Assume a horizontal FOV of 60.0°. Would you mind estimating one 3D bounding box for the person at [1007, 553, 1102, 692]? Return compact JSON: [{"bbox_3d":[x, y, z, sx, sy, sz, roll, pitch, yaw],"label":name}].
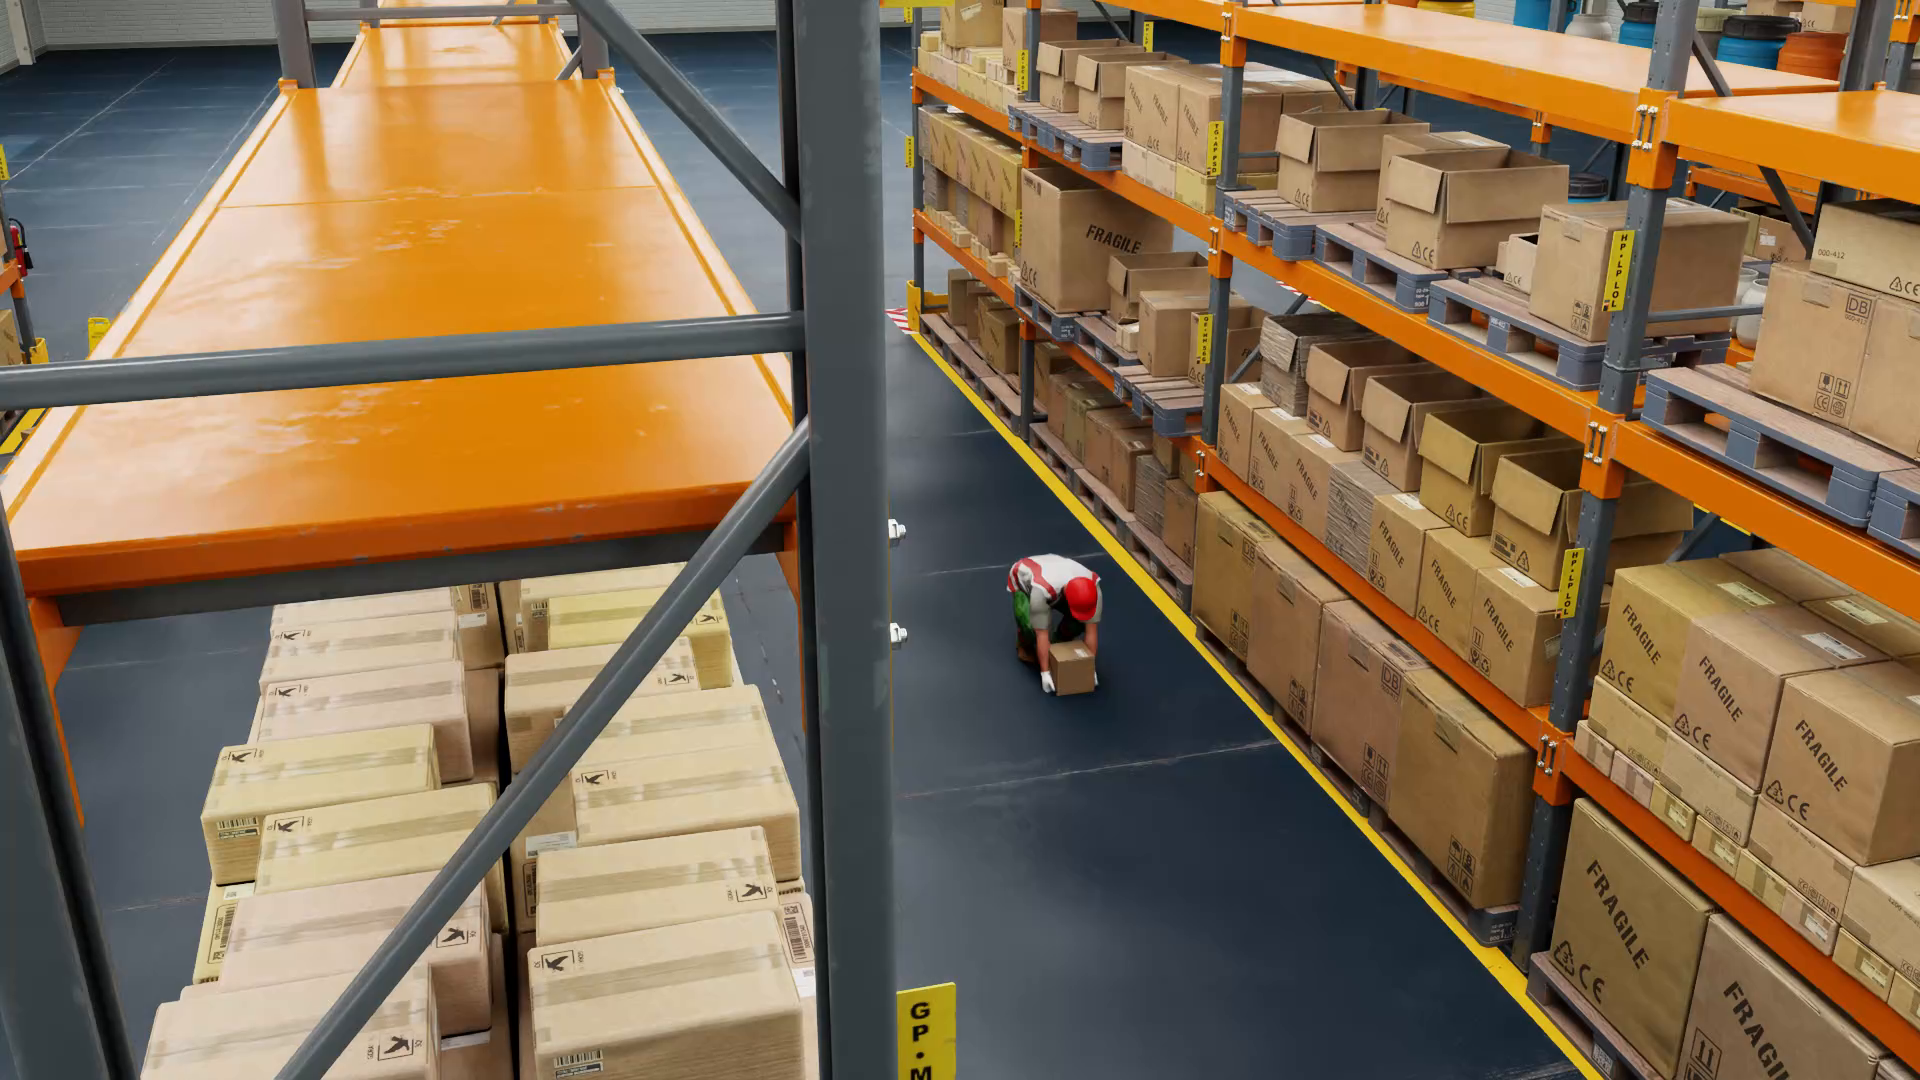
[{"bbox_3d":[0.625,0.496,10.856,0.531,0.841,0.939,-7,24,-16],"label":"person"}]
